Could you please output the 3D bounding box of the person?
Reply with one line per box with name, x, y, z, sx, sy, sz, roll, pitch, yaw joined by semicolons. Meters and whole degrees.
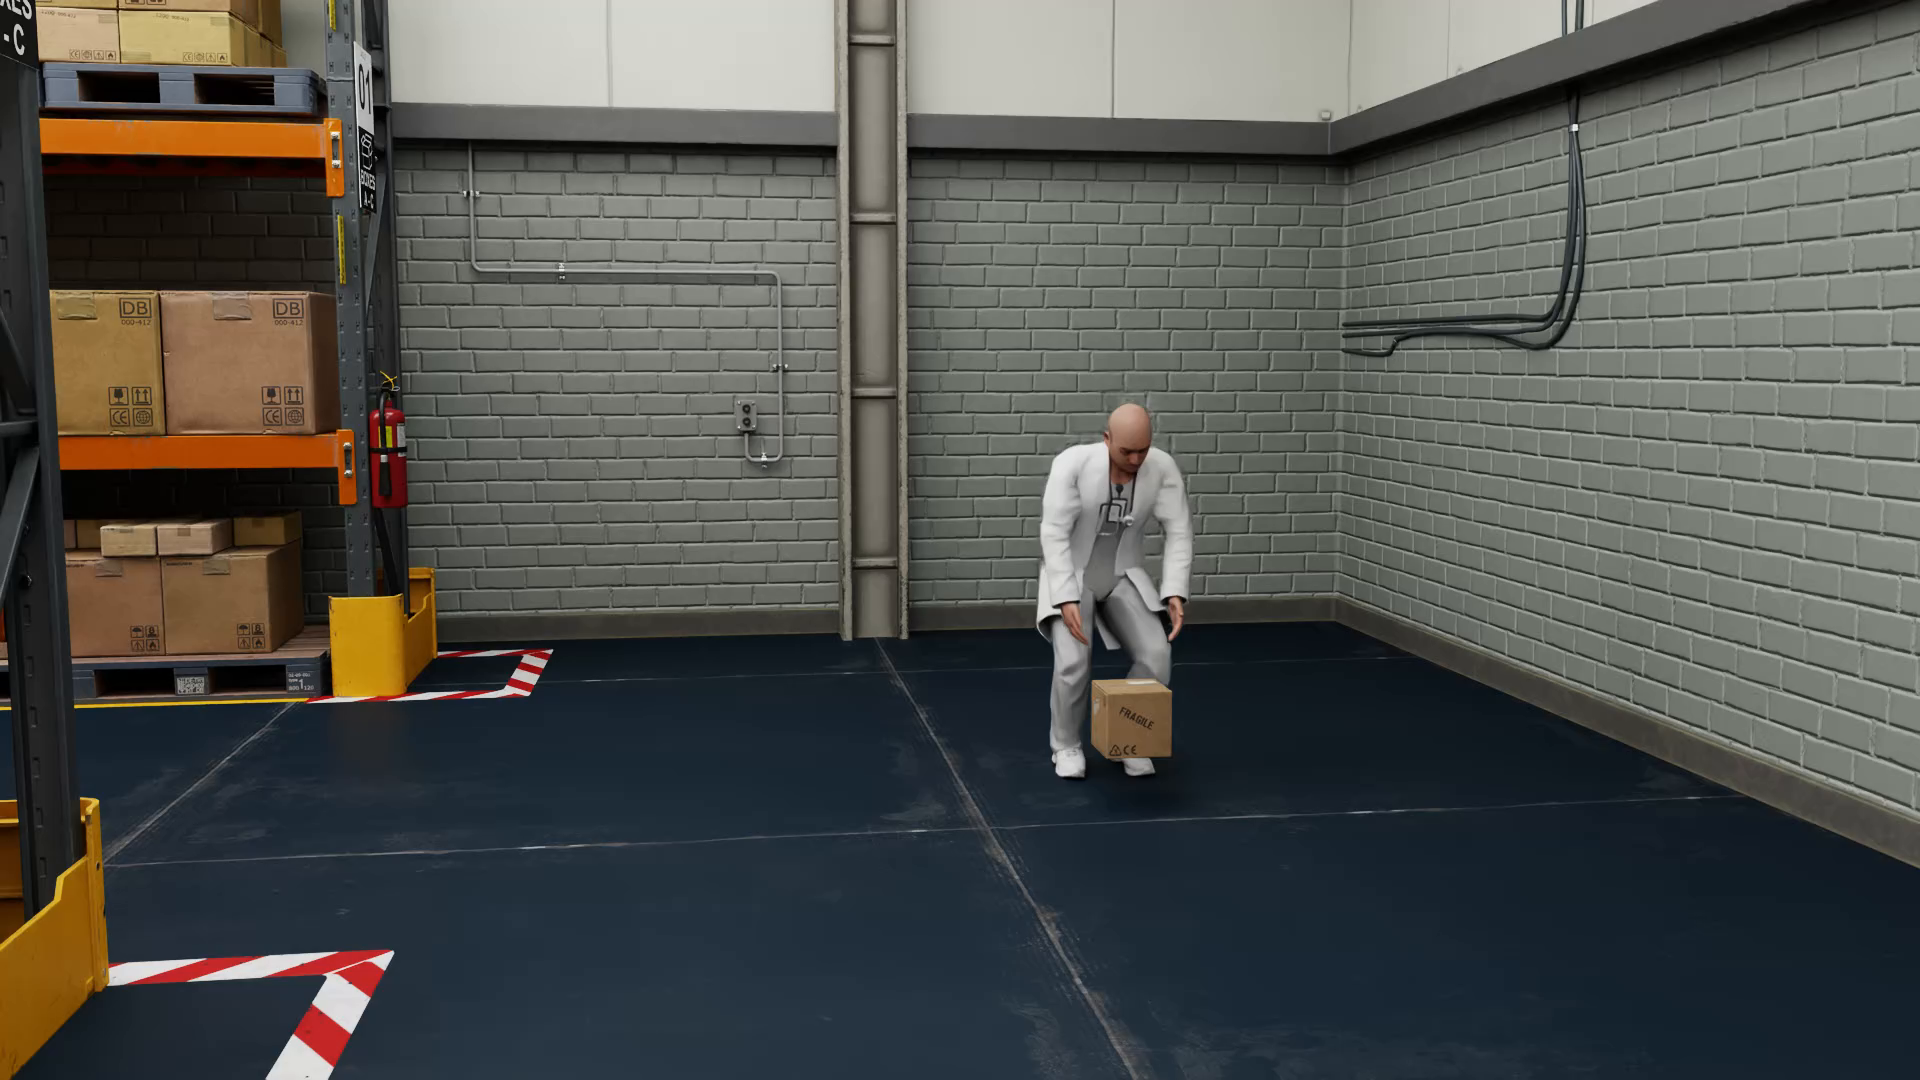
person;0.616;0.198;6.730;0.628;1.511;0.658;-1;6;-8
